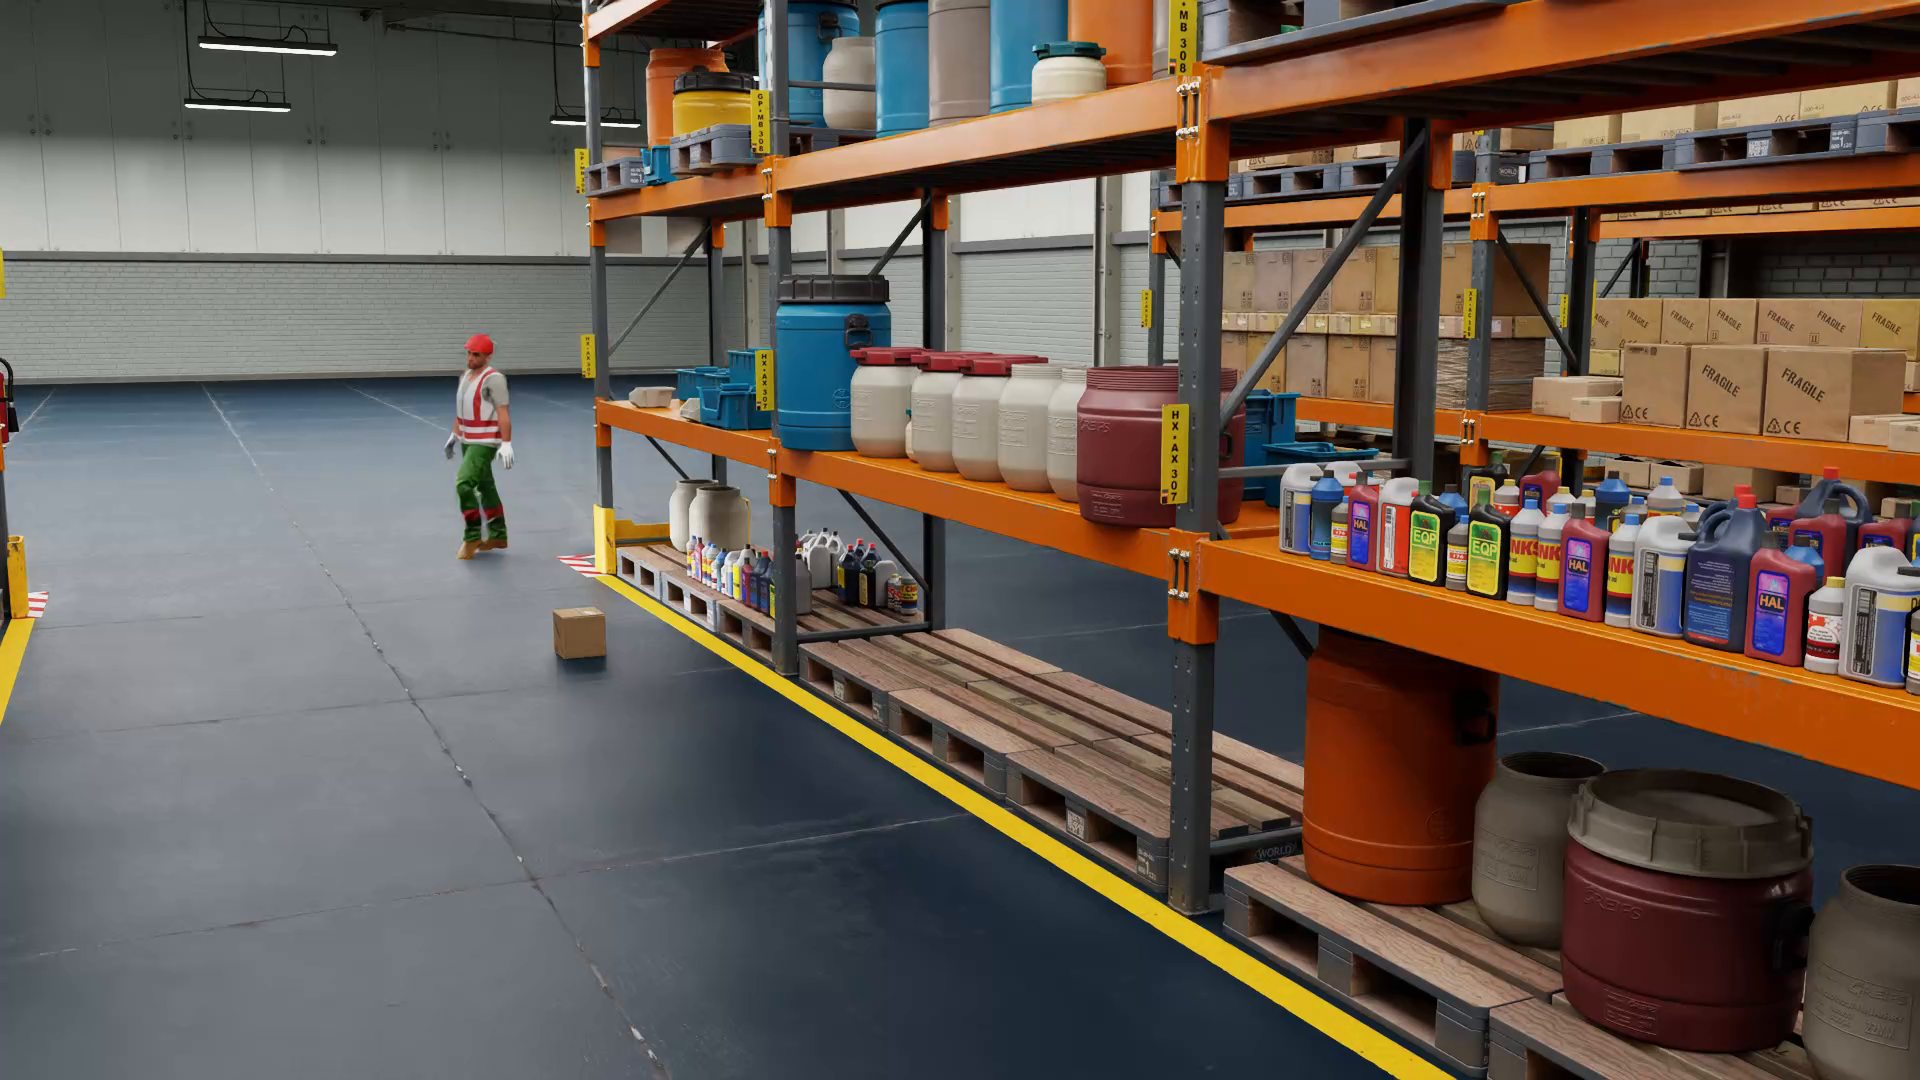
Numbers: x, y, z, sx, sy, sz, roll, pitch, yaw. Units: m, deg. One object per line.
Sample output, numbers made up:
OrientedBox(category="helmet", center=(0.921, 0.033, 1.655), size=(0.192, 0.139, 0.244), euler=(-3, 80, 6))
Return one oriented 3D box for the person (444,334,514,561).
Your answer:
OrientedBox(category="person", center=(-3.865, -0.737, 13.326), size=(0.541, 1.824, 0.659), euler=(-7, 11, -40))
